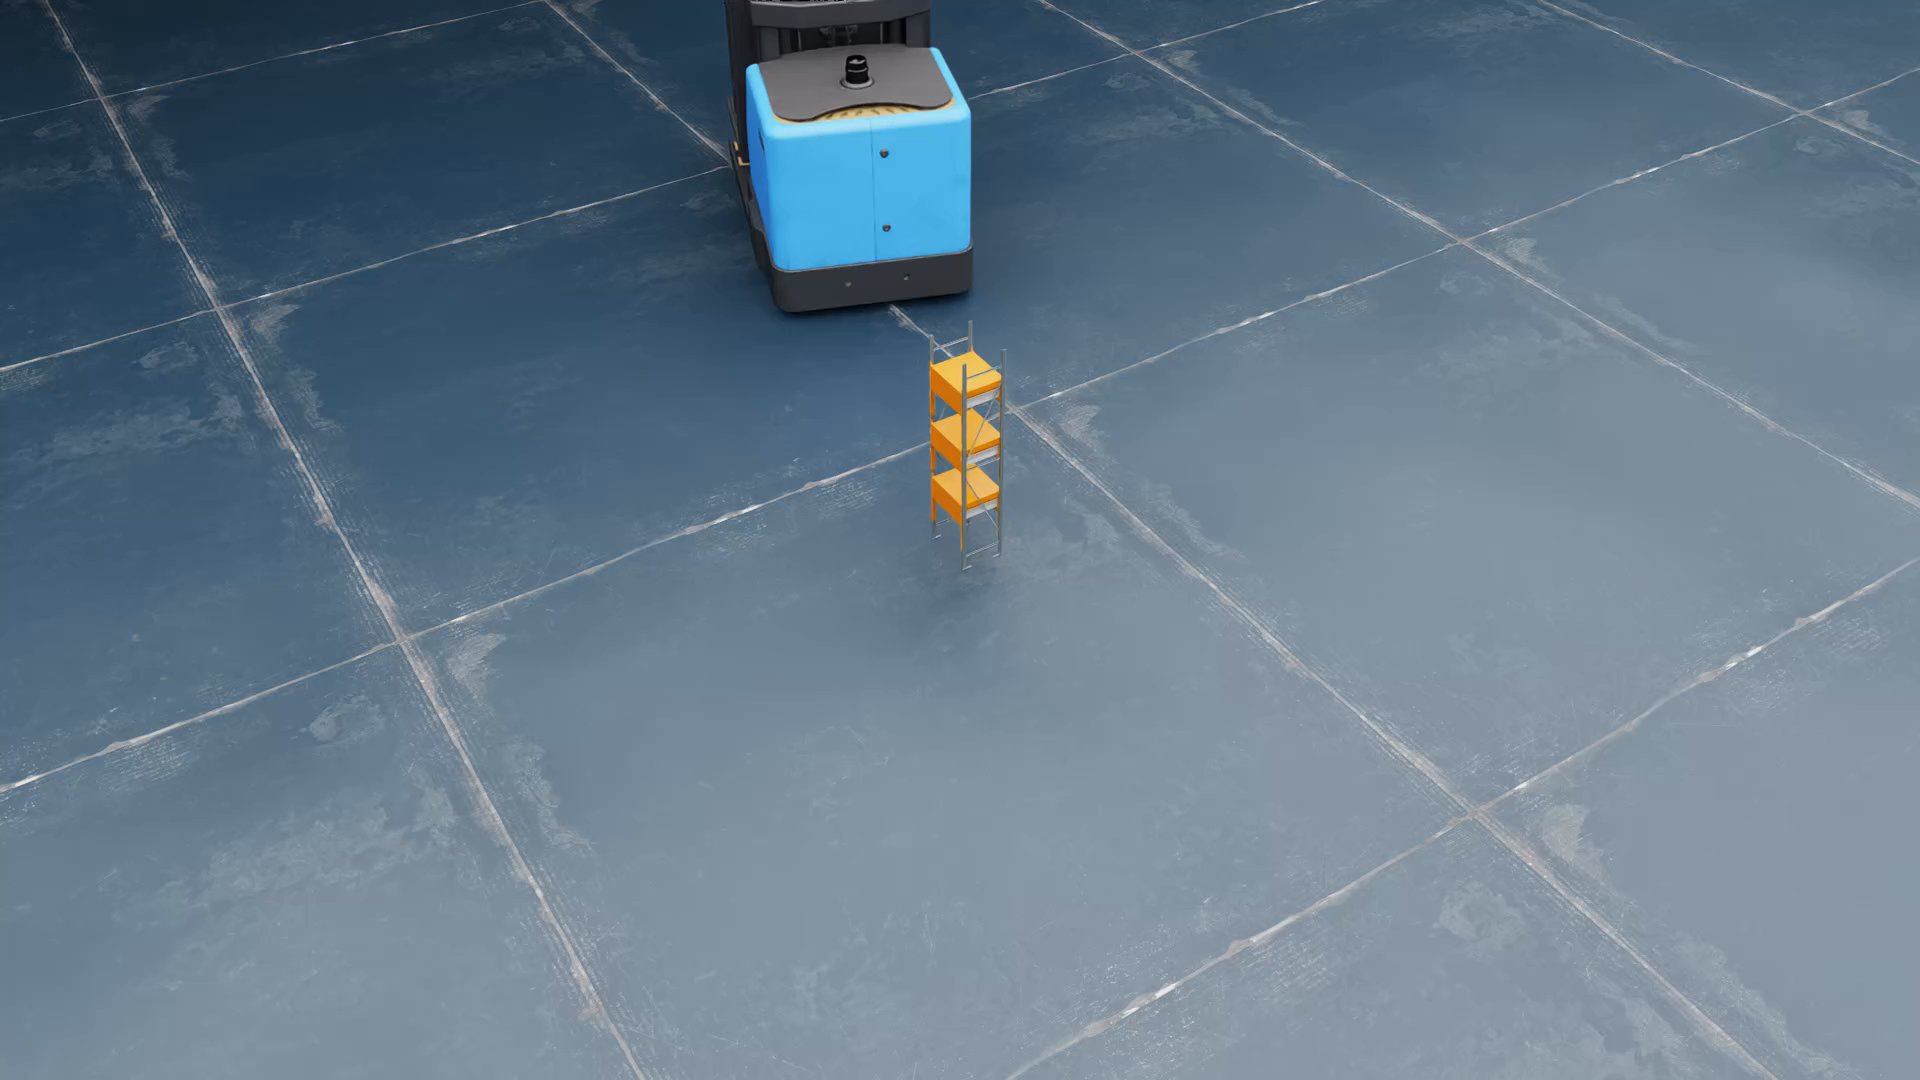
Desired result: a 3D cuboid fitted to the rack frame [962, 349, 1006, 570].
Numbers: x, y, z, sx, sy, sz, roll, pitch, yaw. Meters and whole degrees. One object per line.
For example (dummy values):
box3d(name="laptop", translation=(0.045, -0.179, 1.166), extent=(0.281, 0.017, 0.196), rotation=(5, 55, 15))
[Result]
box3d(name="rack frame", translation=(0.094, -0.309, 6.800), extent=(0.200, 1.050, 0.008), rotation=(-22, 45, -24))

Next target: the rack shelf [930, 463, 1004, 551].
box3d(name="rack shelf", translation=(0.029, -0.153, 7.064), extent=(0.215, 0.259, 0.240), rotation=(-22, 45, -24))

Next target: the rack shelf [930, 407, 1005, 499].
box3d(name="rack shelf", translation=(0.029, -0.366, 6.886), extent=(0.215, 0.259, 0.240), rotation=(-22, 45, -24))

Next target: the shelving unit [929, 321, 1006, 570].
box3d(name="shelving unit", translation=(0.029, -0.374, 6.879), extent=(0.215, 1.050, 0.252), rotation=(-22, 45, -24))

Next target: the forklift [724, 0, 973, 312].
box3d(name="forklift", translation=(-0.752, -3.247, 8.857), extent=(1.130, 2.935, 3.031), rotation=(-8, 40, -10))

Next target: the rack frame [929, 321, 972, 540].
box3d(name="rack frame", translation=(-0.037, -0.440, 6.958), extent=(0.200, 1.050, 0.008), rotation=(-22, 45, -24))

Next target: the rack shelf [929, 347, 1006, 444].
box3d(name="rack shelf", translation=(0.029, -0.584, 6.704), extent=(0.215, 0.259, 0.240), rotation=(-22, 45, -24))
